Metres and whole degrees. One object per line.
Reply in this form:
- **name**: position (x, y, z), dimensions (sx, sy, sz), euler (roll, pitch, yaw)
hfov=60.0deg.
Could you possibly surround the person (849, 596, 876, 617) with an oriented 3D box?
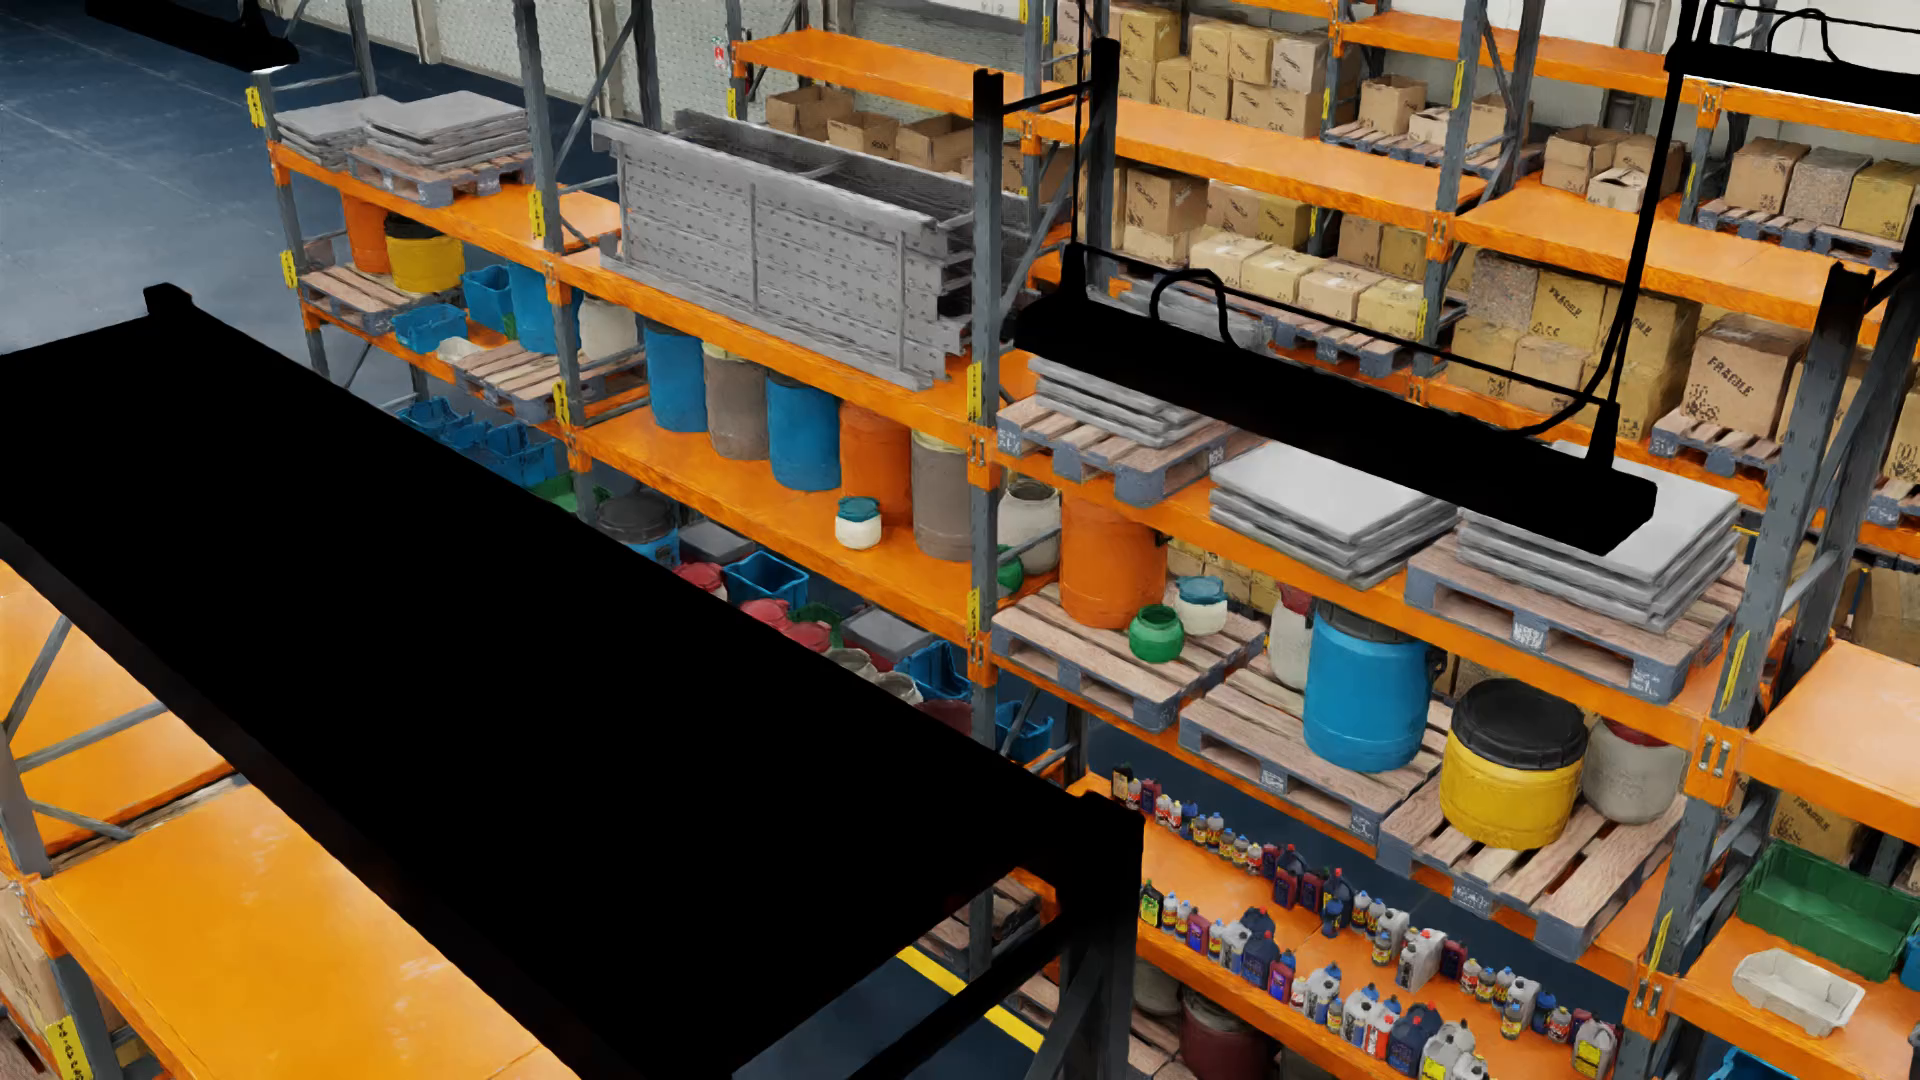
- **person**: position (-0.581, 1.086, 12.480), dimensions (0.585, 1.777, 0.641), euler (-20, 35, -31)
